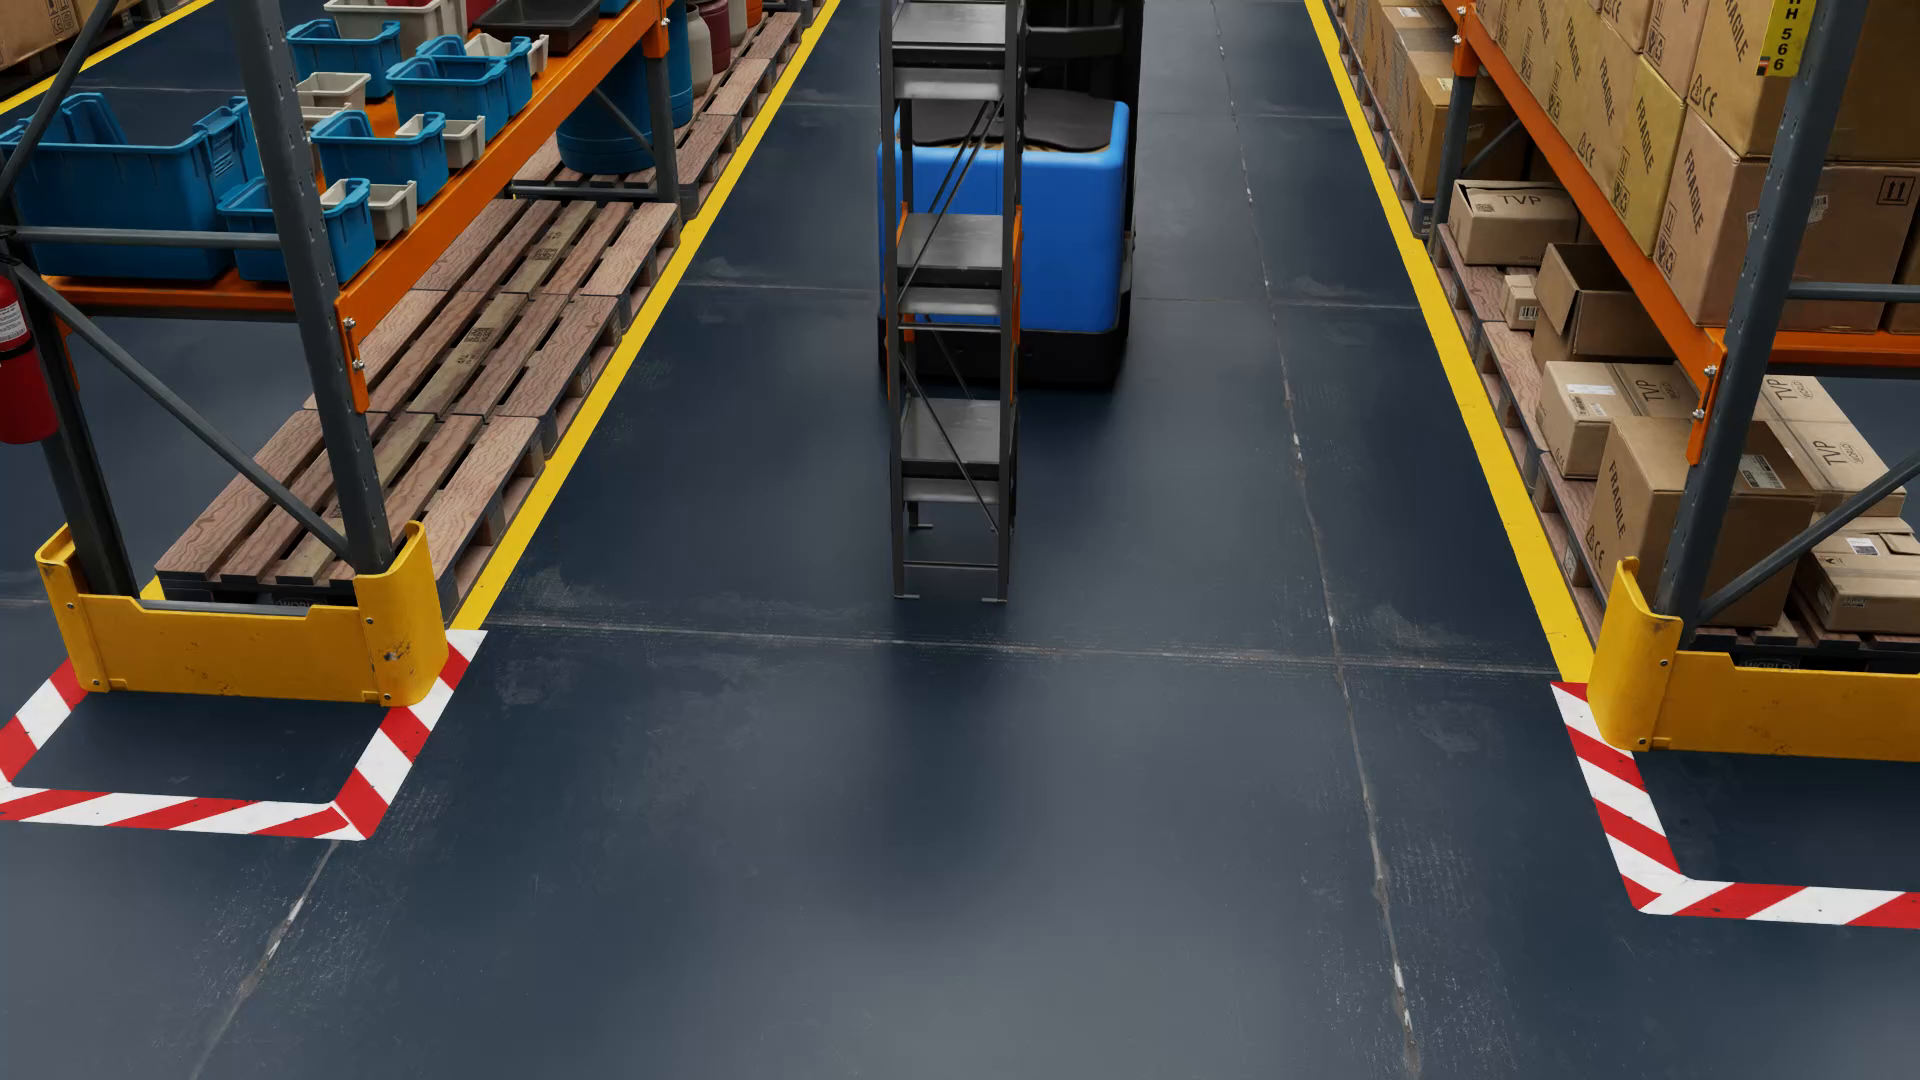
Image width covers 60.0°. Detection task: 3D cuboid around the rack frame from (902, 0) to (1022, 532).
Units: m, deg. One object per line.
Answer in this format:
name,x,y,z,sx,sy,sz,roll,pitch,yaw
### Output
rack frame,0.006,-0.935,5.766,0.400,2.100,0.015,2,32,4

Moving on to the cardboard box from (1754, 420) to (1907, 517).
cardboard box,2.978,-0.198,5.914,0.500,0.250,0.500,2,32,4

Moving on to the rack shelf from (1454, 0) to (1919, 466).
rack shelf,2.773,-1.387,6.328,1.077,0.370,4.000,2,32,4

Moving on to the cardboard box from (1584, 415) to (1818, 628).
cardboard box,2.409,-0.066,5.461,0.500,0.500,0.500,2,32,4

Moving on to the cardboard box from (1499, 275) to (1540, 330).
cardboard box,2.626,-1.058,7.388,0.380,0.166,0.250,2,32,4

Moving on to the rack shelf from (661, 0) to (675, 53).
rack shelf,-1.838,-3.692,10.068,1.077,0.370,4.000,2,32,4

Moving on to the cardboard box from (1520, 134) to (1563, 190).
cardboard box,3.218,-2.105,8.770,0.500,0.500,0.500,1,32,2

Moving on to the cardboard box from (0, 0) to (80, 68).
cardboard box,-6.769,-3.705,11.027,1.225,0.875,0.875,3,32,4

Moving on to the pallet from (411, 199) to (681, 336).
pallet,-2.022,-1.380,8.288,1.003,0.211,1.213,2,32,4

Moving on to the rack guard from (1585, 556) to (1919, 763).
rack guard,2.616,0.377,5.162,1.175,0.500,0.348,2,32,4

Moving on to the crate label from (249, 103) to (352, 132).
crate label,-2.404,-1.506,6.029,0.396,0.136,0.243,2,32,4

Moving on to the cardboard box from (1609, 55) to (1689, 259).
cardboard box,2.414,-1.208,5.255,0.500,0.500,0.500,3,32,4

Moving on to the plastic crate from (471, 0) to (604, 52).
plastic crate,-1.824,-2.265,7.271,0.437,0.125,0.590,2,32,4

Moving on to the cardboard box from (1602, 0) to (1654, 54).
cardboard box,2.450,-1.896,5.419,0.500,0.500,0.500,3,32,5

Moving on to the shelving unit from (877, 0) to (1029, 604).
shelving unit,-0.014,-0.807,5.559,0.431,2.100,0.503,2,32,4

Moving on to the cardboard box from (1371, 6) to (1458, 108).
cardboard box,2.819,-2.919,10.091,0.500,0.500,0.500,1,32,2

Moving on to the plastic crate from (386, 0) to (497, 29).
plastic crate,-2.324,-2.550,7.410,0.402,0.464,0.583,2,32,4

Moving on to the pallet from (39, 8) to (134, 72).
pallet,-6.751,-3.660,11.988,1.003,0.211,1.213,2,32,4

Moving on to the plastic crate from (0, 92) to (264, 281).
plastic crate,-2.485,-1.085,5.061,0.616,0.435,0.499,2,32,4

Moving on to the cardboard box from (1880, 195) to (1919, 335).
cardboard box,2.909,-0.911,4.774,0.500,0.500,0.500,3,32,5

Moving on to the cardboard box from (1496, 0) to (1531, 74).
cardboard box,2.584,-2.259,6.962,0.500,0.500,0.500,3,32,5

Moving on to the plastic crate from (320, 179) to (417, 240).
plastic crate,-1.870,-1.054,5.295,0.250,0.136,0.298,2,32,4

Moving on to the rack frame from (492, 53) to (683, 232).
rack frame,-2.001,-2.953,8.183,1.000,3.000,0.127,2,32,4

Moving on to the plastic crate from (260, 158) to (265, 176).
plastic crate,-2.441,-1.209,5.546,0.396,0.136,0.243,2,32,4

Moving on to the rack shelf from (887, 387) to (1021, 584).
rack shelf,-0.013,-0.200,5.933,0.431,0.518,0.480,2,32,4

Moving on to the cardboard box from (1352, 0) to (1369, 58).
cardboard box,2.903,-3.454,10.959,0.500,0.500,0.500,1,32,2

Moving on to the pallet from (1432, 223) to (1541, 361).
pallet,2.879,-1.193,7.985,1.003,0.211,1.213,2,32,4

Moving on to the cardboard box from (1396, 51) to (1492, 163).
cardboard box,2.739,-2.391,9.234,0.500,0.500,0.500,3,32,4

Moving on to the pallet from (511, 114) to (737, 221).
pallet,-1.896,-2.168,9.566,1.003,0.211,1.213,2,32,4

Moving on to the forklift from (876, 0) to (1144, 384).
forklift,0.331,-2.679,7.803,1.130,2.935,3.031,4,32,6

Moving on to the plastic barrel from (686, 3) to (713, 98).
plastic barrel,-1.747,-3.018,10.259,0.421,0.512,0.421,0,32,0

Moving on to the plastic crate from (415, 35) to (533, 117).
plastic crate,-1.847,-1.776,6.375,0.416,0.233,0.300,2,32,4

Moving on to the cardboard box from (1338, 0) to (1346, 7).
cardboard box,3.061,-4.125,12.305,0.500,0.250,0.500,3,32,5

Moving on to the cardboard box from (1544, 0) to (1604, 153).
cardboard box,2.501,-1.732,6.106,0.500,0.500,0.500,2,32,3

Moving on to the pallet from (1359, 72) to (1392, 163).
pallet,3.061,-2.619,10.298,1.003,0.211,1.213,2,32,4

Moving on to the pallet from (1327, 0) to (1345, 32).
pallet,3.367,-4.073,12.657,1.003,0.211,1.213,2,32,4

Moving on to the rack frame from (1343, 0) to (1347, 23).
rack frame,3.261,-4.831,11.230,1.000,3.000,0.127,2,32,4

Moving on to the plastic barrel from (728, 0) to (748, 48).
plastic barrel,-1.655,-3.609,11.217,0.421,0.512,0.421,0,32,0

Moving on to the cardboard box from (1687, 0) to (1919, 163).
cardboard box,2.372,-1.361,4.550,0.500,0.500,0.500,2,32,4

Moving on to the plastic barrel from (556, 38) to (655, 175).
plastic barrel,-1.940,-2.522,9.083,0.600,0.901,0.708,2,32,4

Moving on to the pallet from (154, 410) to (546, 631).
pallet,-2.221,-0.104,6.217,1.003,0.211,1.213,2,32,4

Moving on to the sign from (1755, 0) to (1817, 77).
sign,2.059,-1.309,4.111,0.100,0.325,0.005,2,32,4

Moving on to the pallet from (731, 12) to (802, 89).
pallet,-1.698,-3.443,11.636,1.003,0.211,1.213,2,32,4

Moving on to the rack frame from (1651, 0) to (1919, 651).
rack frame,2.610,-0.648,4.442,1.000,3.000,0.127,2,32,4

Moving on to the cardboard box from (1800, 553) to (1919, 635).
cardboard box,2.987,0.174,5.406,0.380,0.149,0.250,2,32,4

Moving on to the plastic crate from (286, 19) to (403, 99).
plastic crate,-2.415,-1.900,6.577,0.416,0.233,0.300,2,32,4

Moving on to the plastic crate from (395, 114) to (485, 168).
plastic crate,-1.814,-1.409,5.871,0.250,0.136,0.298,2,32,4

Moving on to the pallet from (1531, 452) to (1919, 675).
pallet,2.680,0.083,5.915,1.003,0.211,1.213,2,32,4

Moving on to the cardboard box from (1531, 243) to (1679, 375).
cardboard box,2.788,-0.881,6.781,0.797,0.503,0.637,2,32,4
